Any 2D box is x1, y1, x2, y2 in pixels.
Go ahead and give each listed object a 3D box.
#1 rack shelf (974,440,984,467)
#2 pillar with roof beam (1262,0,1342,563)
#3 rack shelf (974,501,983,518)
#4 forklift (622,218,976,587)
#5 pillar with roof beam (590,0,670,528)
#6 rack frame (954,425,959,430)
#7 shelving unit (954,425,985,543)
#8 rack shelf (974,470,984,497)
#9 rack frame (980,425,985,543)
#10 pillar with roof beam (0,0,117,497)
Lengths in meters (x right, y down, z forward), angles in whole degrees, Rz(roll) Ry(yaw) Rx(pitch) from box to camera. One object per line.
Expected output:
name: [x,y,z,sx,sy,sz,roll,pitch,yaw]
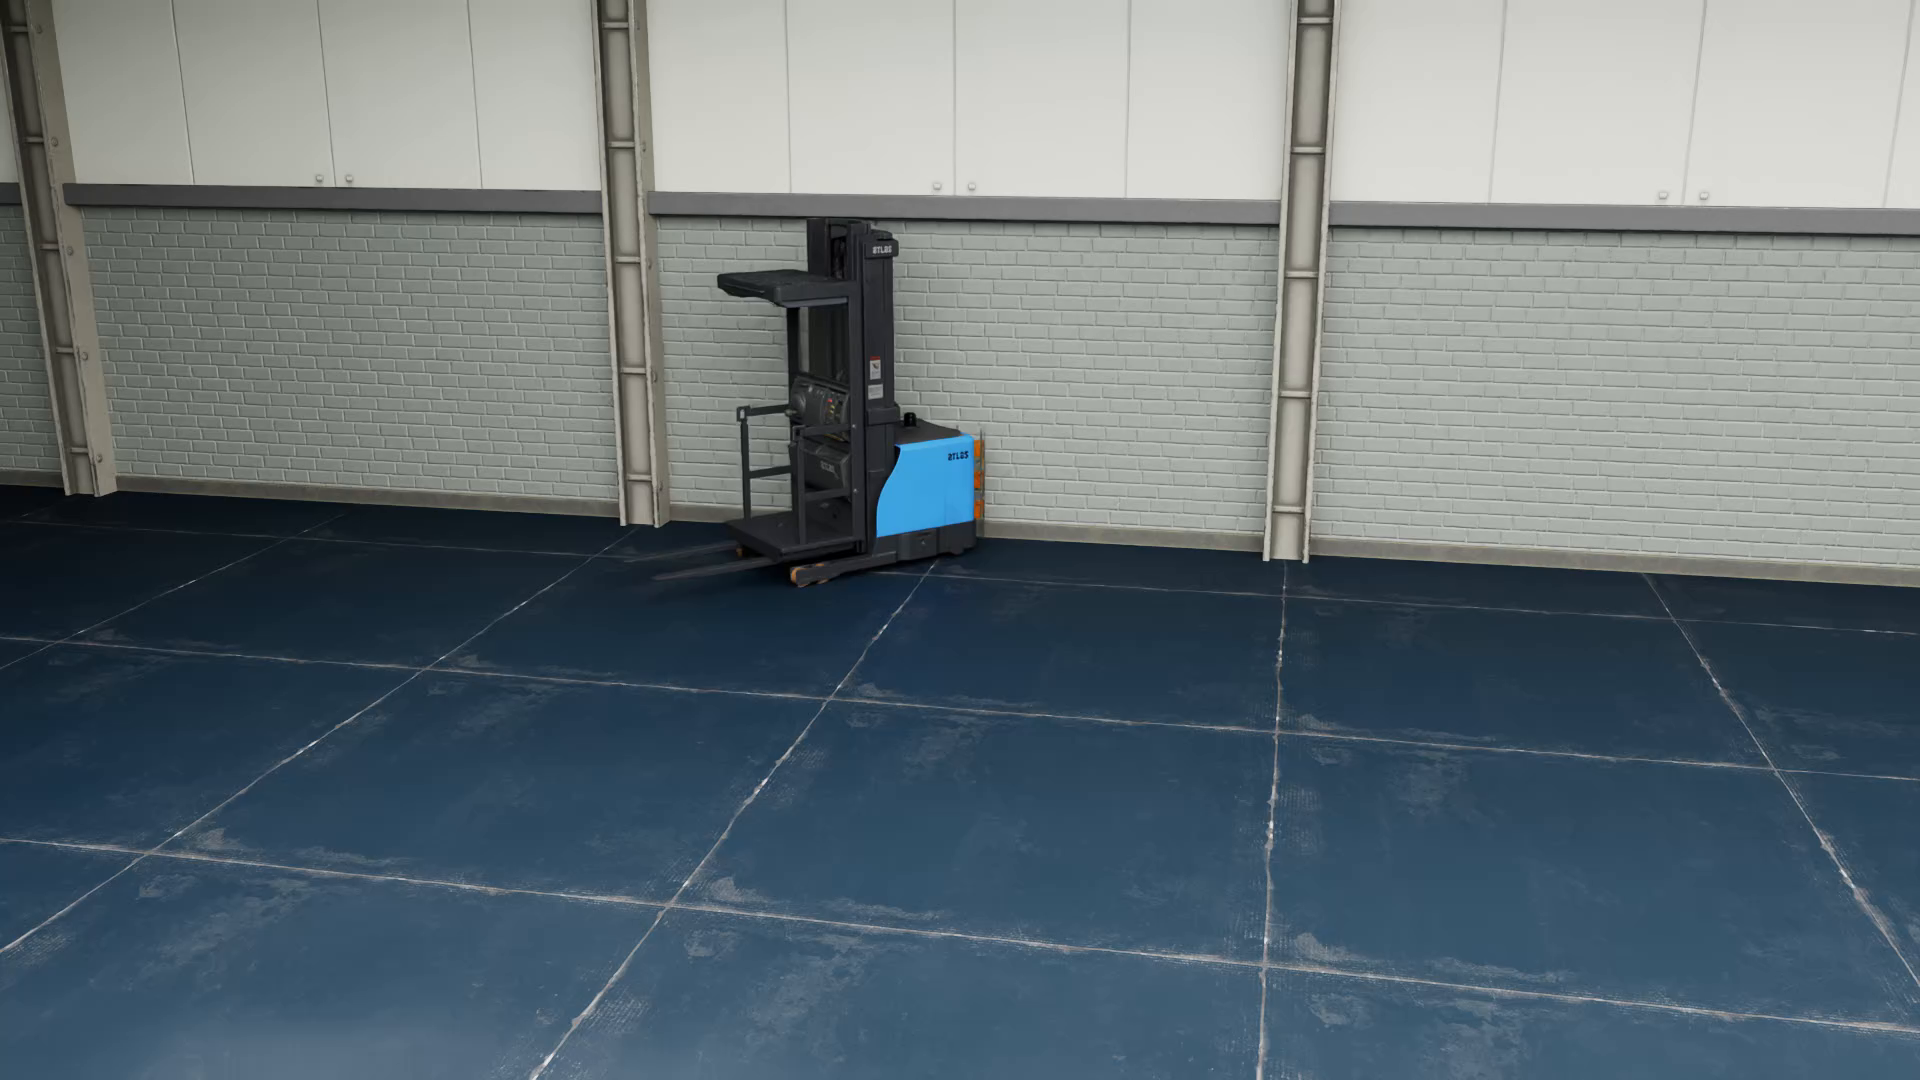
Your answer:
rack shelf: [0.085,-0.774,15.048,0.240,0.259,0.215,3,15,10]
pillar with roof beam: [2.024,-3.060,9.439,0.400,9.000,9.100,3,16,11]
rack shelf: [0.083,-0.231,15.188,0.240,0.259,0.215,3,15,10]
forklift: [-1.368,-1.181,14.024,3.031,2.935,1.130,-10,18,-33]
pillar with roof beam: [-3.856,-3.379,10.591,0.400,9.000,9.100,3,16,11]
rack frame: [-0.036,-0.516,15.138,0.008,1.050,0.200,3,15,10]
shelving unit: [0.084,-0.510,15.116,0.252,1.050,0.215,3,15,10]
rack shelf: [0.084,-0.500,15.119,0.240,0.259,0.215,3,15,10]
rack frame: [0.204,-0.504,15.095,0.008,1.050,0.200,3,15,10]
pillar with roof beam: [-9.735,-3.698,11.744,0.400,9.000,9.100,3,16,11]
